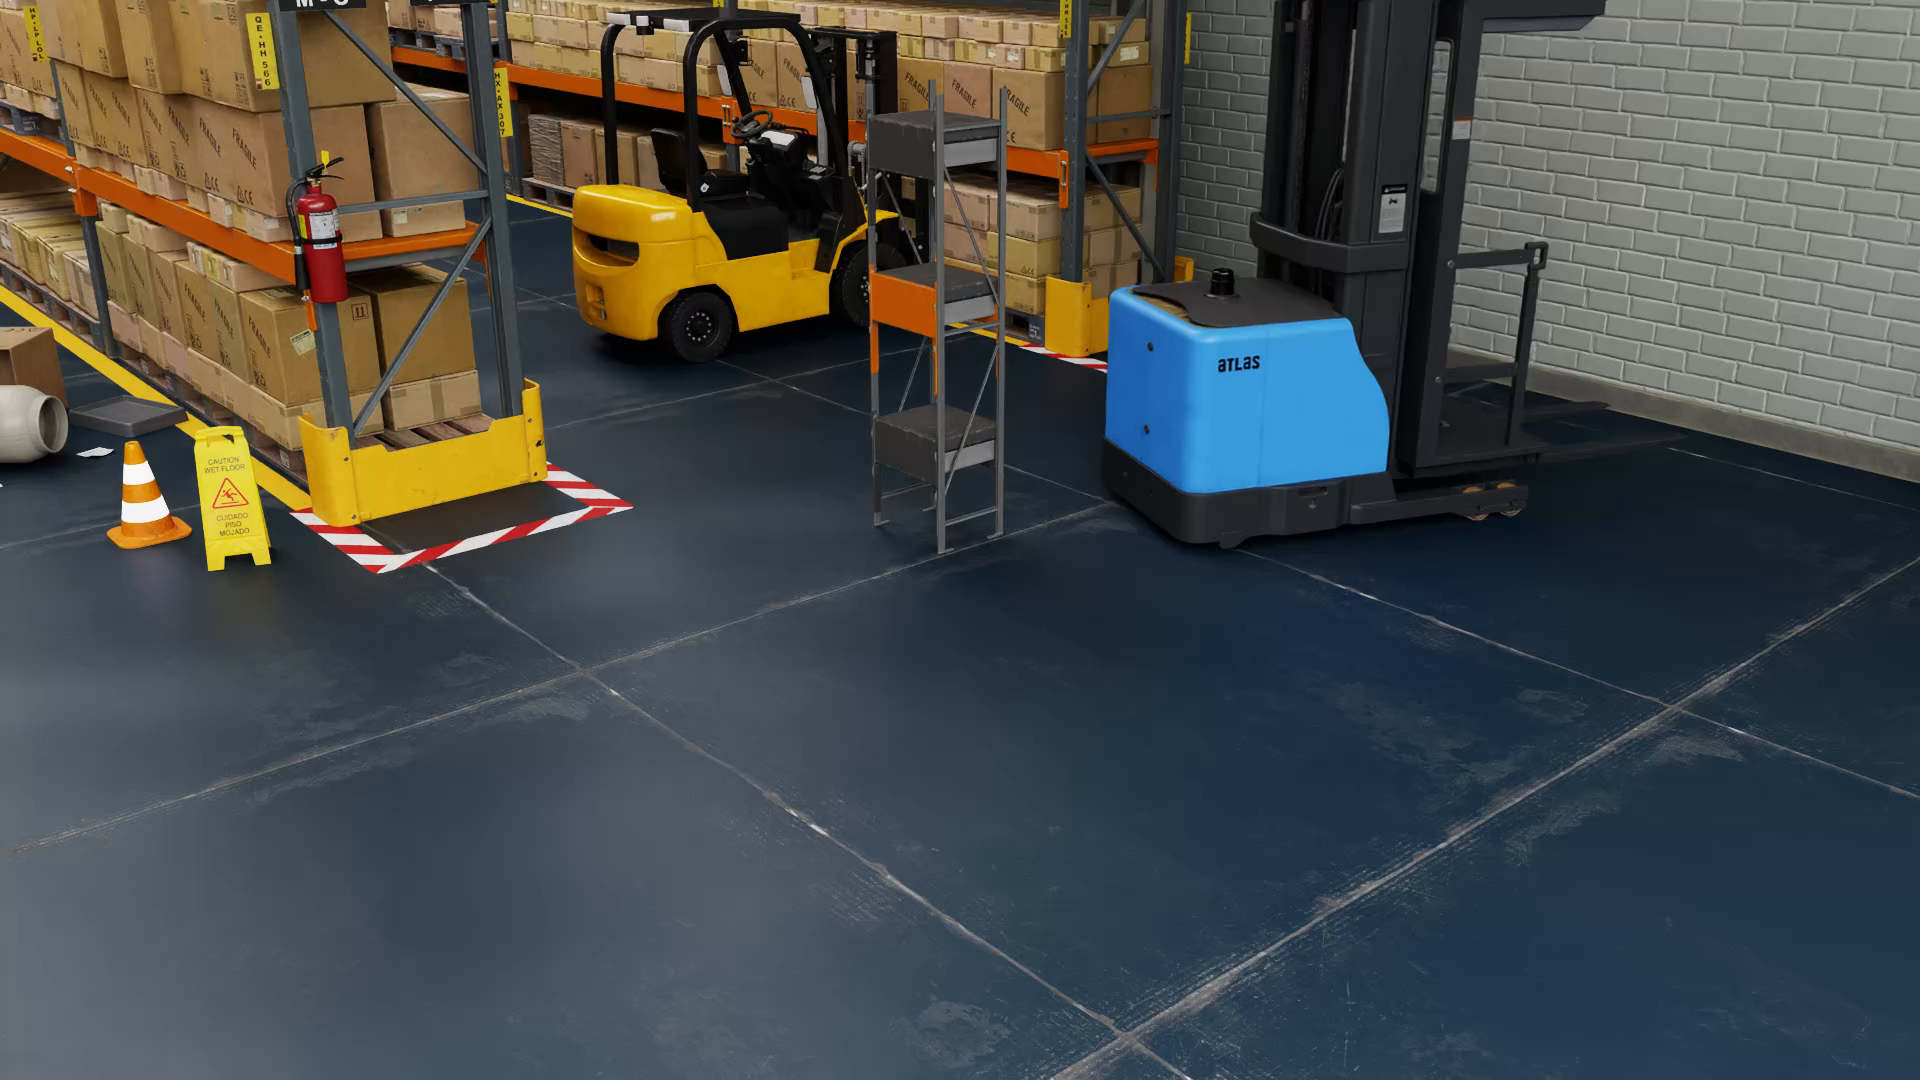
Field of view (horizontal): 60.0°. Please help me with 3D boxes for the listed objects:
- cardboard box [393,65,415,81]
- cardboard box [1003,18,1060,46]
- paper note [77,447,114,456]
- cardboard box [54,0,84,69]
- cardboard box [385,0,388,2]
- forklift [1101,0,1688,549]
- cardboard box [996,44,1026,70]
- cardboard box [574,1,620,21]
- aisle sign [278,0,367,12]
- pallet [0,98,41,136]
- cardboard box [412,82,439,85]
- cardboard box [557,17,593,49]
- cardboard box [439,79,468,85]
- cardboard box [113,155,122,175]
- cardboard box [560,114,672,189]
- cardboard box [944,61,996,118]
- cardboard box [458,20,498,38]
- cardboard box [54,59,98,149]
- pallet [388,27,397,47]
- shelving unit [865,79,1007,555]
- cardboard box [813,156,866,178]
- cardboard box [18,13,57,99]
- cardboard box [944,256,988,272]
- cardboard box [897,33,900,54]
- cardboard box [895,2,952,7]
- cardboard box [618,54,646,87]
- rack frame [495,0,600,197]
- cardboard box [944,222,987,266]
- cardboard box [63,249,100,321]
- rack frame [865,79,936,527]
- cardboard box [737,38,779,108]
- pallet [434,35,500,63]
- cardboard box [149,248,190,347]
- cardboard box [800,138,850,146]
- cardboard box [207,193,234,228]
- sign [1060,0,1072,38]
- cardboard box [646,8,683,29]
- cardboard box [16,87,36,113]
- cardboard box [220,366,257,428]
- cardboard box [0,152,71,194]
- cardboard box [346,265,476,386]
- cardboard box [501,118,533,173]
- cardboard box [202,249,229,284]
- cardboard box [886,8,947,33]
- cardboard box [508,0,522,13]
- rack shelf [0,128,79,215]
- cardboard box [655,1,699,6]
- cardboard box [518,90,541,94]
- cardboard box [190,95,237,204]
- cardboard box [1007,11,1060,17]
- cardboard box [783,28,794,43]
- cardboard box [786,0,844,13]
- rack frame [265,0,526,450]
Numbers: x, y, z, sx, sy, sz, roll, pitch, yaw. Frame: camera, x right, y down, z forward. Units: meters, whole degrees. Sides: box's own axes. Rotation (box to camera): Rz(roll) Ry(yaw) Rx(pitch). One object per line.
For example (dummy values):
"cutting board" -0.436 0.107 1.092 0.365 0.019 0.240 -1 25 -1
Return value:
"cardboard box" -6.507 -5.363 19.118 0.380 0.149 0.250 -19 28 -40
"cardboard box" 0.510 -3.395 11.104 0.380 0.149 0.250 -17 27 -37
"paper note" -4.777 -0.491 9.195 0.148 0.019 0.142 12 24 27
"cardboard box" -4.841 -3.052 9.746 0.700 0.500 0.500 -17 27 -37
"cardboard box" -6.261 -6.026 18.542 0.700 0.500 0.500 -17 27 -37
"forklift" 2.299 -1.633 8.134 3.031 2.935 1.130 -7 23 -18
"cardboard box" 0.460 -3.239 11.115 0.380 0.149 0.250 -17 27 -37
"cardboard box" -3.299 -4.845 15.214 0.380 0.149 0.250 -17 27 -36
"aisle sign" -2.849 -2.740 7.301 0.394 0.787 0.004 -17 27 -37
"pallet" -6.569 -3.199 12.302 1.003 0.211 1.213 -17 27 -37
"cardboard box" -6.108 -5.086 18.818 0.380 0.149 0.250 -18 28 -38
"cardboard box" -3.376 -4.703 15.399 0.500 0.250 0.500 -18 28 -39
"cardboard box" -5.758 -5.213 19.143 0.380 0.149 0.250 -19 28 -40
"cardboard box" -4.918 -2.317 10.130 0.380 0.149 0.250 -18 27 -38
"cardboard box" -3.305 -3.744 16.110 0.875 0.625 0.625 -16 27 -36
"cardboard box" 0.236 -3.064 11.556 0.500 0.500 0.500 -16 27 -36
"cardboard box" -4.853 -5.177 16.858 0.380 0.149 0.250 -17 27 -36
"cardboard box" -5.205 -2.718 10.265 0.500 0.500 0.500 -18 27 -38
"pallet" -6.306 -5.777 18.885 1.003 0.211 1.213 -17 27 -37
"shelving unit" -0.108 -1.023 7.718 0.431 2.100 0.503 -17 27 -37
"cardboard box" -0.785 -2.797 12.836 0.500 0.250 0.500 -16 27 -36
"cardboard box" -5.756 -3.174 10.854 0.500 0.500 0.500 -18 28 -38
"cardboard box" 0.224 -1.908 11.936 0.500 0.250 0.500 -17 27 -37
"cardboard box" -0.301 -3.615 12.074 0.380 0.149 0.250 -18 27 -38
"cardboard box" -0.274 -4.013 12.681 0.380 0.149 0.250 -18 28 -38
"cardboard box" -2.683 -4.192 14.781 0.500 0.250 0.500 -17 27 -37
"rack frame" -4.134 -5.008 16.658 1.000 3.000 0.127 -17 27 -37
"cardboard box" 0.214 -2.147 11.862 0.500 0.250 0.500 -18 28 -38
"cardboard box" -5.625 -1.837 11.588 0.950 0.372 0.625 -17 27 -37
"rack frame" -0.267 -1.091 7.890 0.400 2.100 0.015 -17 27 -37
"cardboard box" -1.431 -3.765 13.347 0.500 0.500 0.500 -18 28 -39
"pallet" -4.630 -5.090 17.129 1.213 0.211 1.003 -17 27 -37
"cardboard box" -4.405 -1.469 9.788 0.500 0.500 0.500 -16 26 -35
"cardboard box" -1.055 -3.194 13.849 0.500 0.250 0.500 -17 27 -36
"cardboard box" -3.668 -1.734 8.643 0.380 0.149 0.250 -17 27 -37
"sign" 0.668 -3.322 10.441 0.100 0.325 0.005 -17 27 -37
"cardboard box" -2.488 -4.482 14.287 0.380 0.149 0.250 -19 28 -39
"cardboard box" -6.180 -3.015 11.338 0.380 0.149 0.250 -18 28 -38
"cardboard box" -3.734 -0.835 9.197 0.500 0.250 0.500 -17 27 -37
"cardboard box" -8.280 -3.243 14.487 0.875 0.875 0.875 -18 28 -38
"cardboard box" -3.003 -1.175 9.037 0.500 0.500 0.500 -19 28 -39
"cardboard box" -4.573 -4.106 17.205 0.500 0.500 0.500 -16 27 -36
"cardboard box" -3.843 -1.497 8.969 0.380 0.149 0.250 -17 27 -37
"cardboard box" -0.311 -3.756 12.027 0.380 0.149 0.250 -17 27 -37
"cardboard box" -4.149 -5.199 16.118 0.380 0.149 0.250 -16 27 -36
"rack shelf" -6.586 -2.938 12.359 1.077 0.370 4.000 -17 27 -37
"cardboard box" -2.550 -4.832 15.182 0.380 0.149 0.250 -17 27 -37
"cardboard box" -4.722 -4.787 18.055 0.380 0.149 0.250 -19 28 -40
"cardboard box" -3.556 -2.024 8.494 0.500 0.500 0.500 -17 27 -37
"cardboard box" 0.552 -3.651 11.757 0.380 0.149 0.250 -17 27 -37
"cardboard box" -1.153 -3.965 12.967 0.380 0.149 0.250 -18 27 -38
"cardboard box" -1.127 -4.113 12.937 0.380 0.149 0.250 -18 28 -38
"rack frame" -2.670 -1.615 7.995 1.000 3.000 0.127 -17 27 -37
